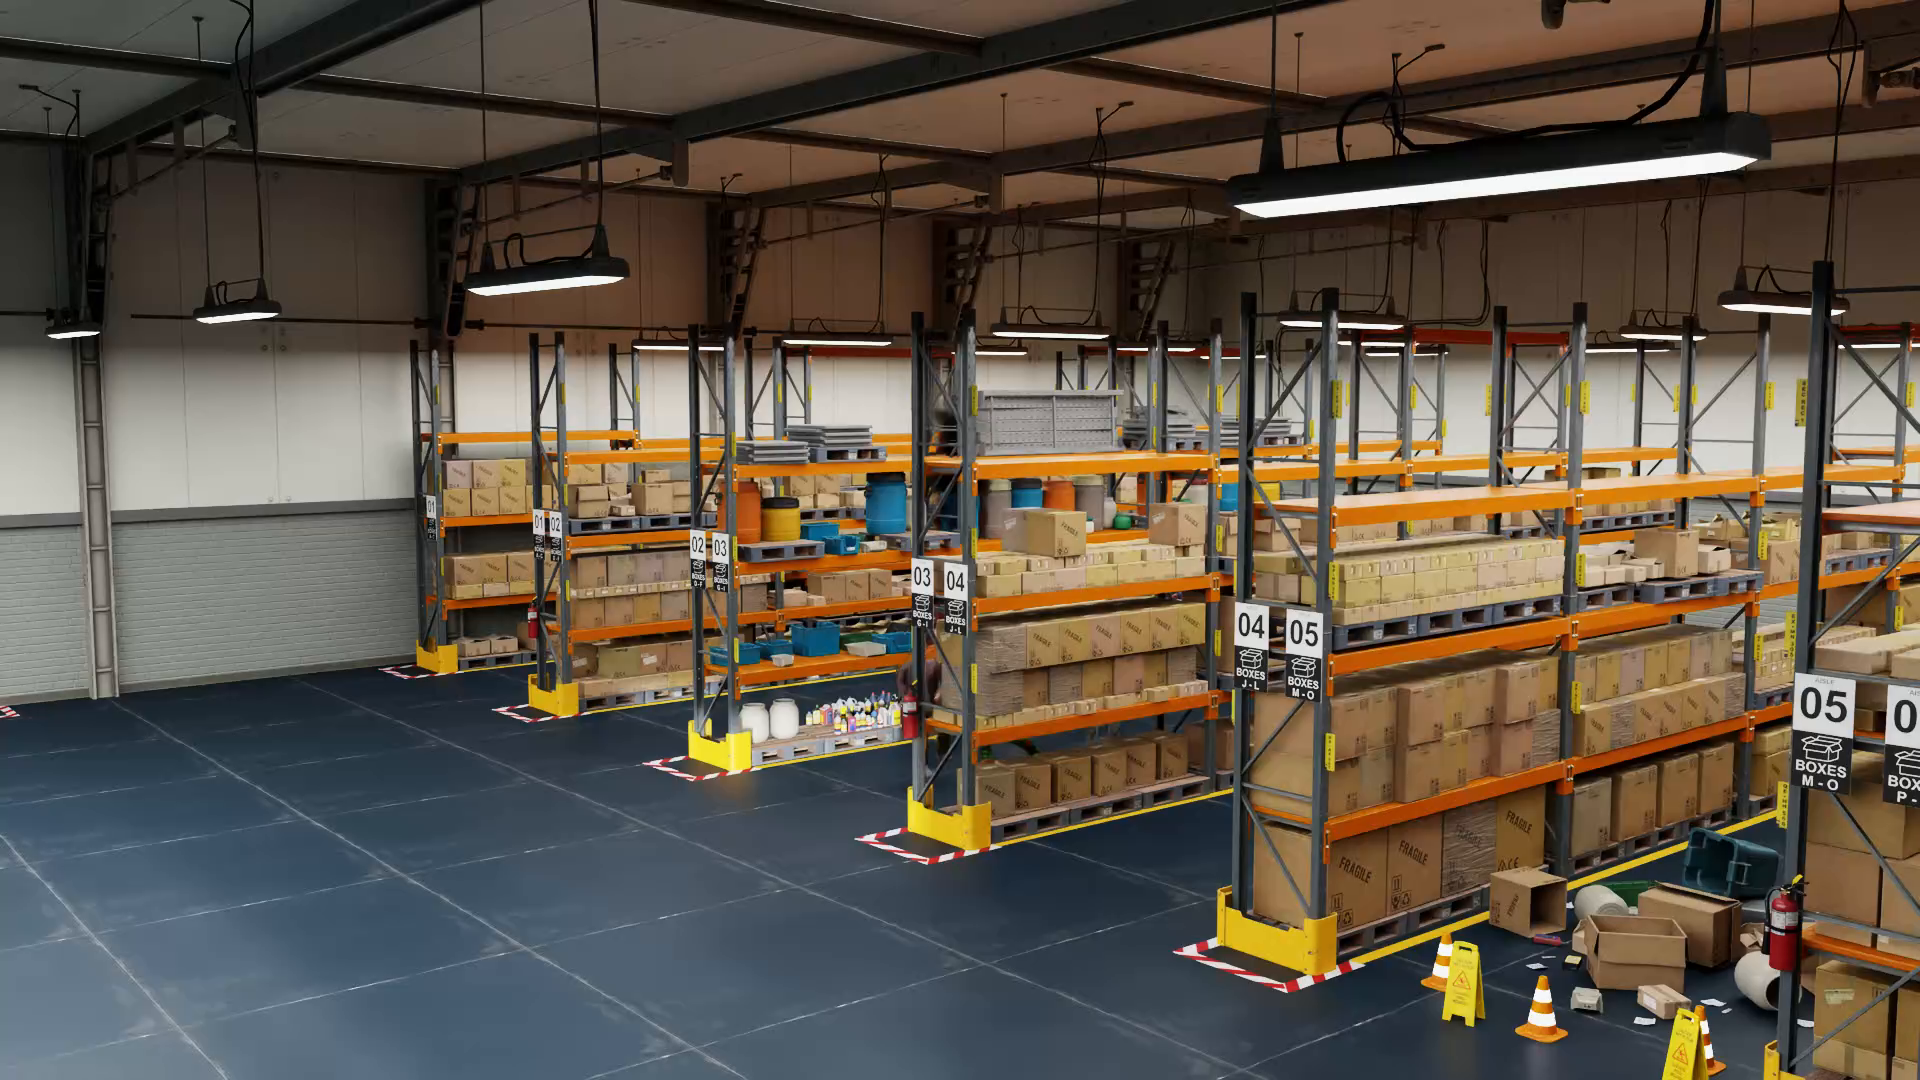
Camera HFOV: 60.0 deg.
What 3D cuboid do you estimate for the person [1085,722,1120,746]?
[{"bbox_3d":[1.892,1.934,22.687,0.615,1.884,0.707,5,7,44],"label":"person"}]

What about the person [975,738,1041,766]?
[{"bbox_3d":[0.583,2.206,21.536,1.145,1.553,0.680,-3,6,-27],"label":"person"}]

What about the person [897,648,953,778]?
[{"bbox_3d":[-0.444,2.172,21.374,0.724,1.736,0.863,0,5,-4],"label":"person"}]
